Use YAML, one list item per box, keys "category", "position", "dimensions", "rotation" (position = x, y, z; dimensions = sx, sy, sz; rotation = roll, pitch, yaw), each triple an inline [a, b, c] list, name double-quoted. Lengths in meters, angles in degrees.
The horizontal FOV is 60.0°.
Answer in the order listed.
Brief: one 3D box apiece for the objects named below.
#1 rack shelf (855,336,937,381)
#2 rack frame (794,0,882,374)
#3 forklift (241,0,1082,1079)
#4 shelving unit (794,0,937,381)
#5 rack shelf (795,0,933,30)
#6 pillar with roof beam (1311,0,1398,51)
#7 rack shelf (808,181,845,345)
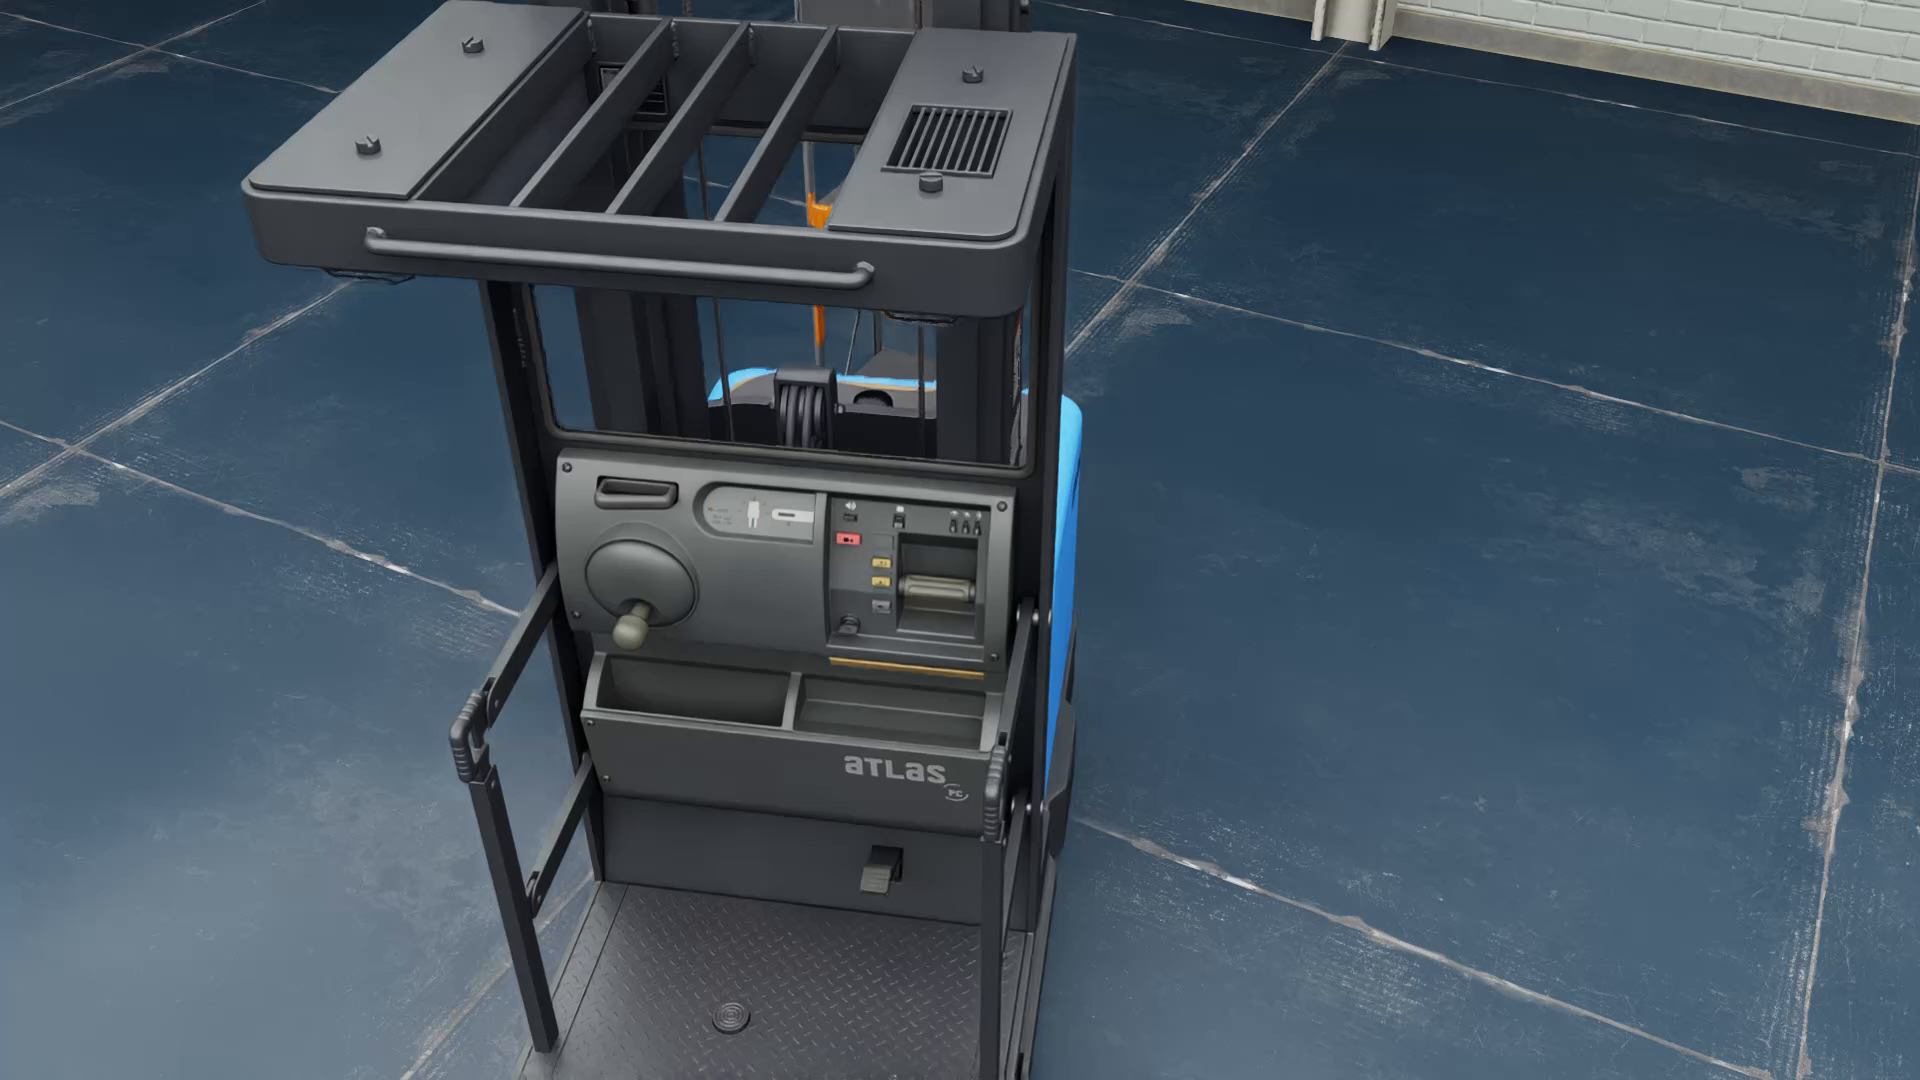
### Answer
- category: "rack shelf"
  position: [-0.147, -0.314, 5.607]
  dimensions: [0.480, 0.518, 0.431]
  rotation: [17, 41, 21]
- category: "rack frame"
  position: [-0.364, -0.950, 5.265]
  dimensions: [0.015, 2.100, 0.400]
  rotation: [17, 41, 21]
- category: "forklift"
  position: [-0.388, 0.120, 3.168]
  dimensions: [1.130, 2.935, 3.031]
  rotation: [5, 38, 7]
- category: "shelving unit"
  position: [-0.147, -0.882, 5.176]
  dimensions: [0.503, 2.100, 0.431]
  rotation: [17, 41, 21]
- category: "rack shelf"
  position: [-0.147, -1.429, 4.761]
  dimensions: [0.480, 0.518, 0.431]
  rotation: [17, 41, 21]
- category: "pillar with roof beam"
  position: [0.275, -4.172, 3.803]
  dimensions: [0.400, 9.000, 9.100]
  rotation: [17, 41, 21]
- category: "rack shelf"
  position: [-0.147, -0.872, 5.184]
  dimensions: [0.480, 0.518, 0.431]
  rotation: [17, 41, 21]
